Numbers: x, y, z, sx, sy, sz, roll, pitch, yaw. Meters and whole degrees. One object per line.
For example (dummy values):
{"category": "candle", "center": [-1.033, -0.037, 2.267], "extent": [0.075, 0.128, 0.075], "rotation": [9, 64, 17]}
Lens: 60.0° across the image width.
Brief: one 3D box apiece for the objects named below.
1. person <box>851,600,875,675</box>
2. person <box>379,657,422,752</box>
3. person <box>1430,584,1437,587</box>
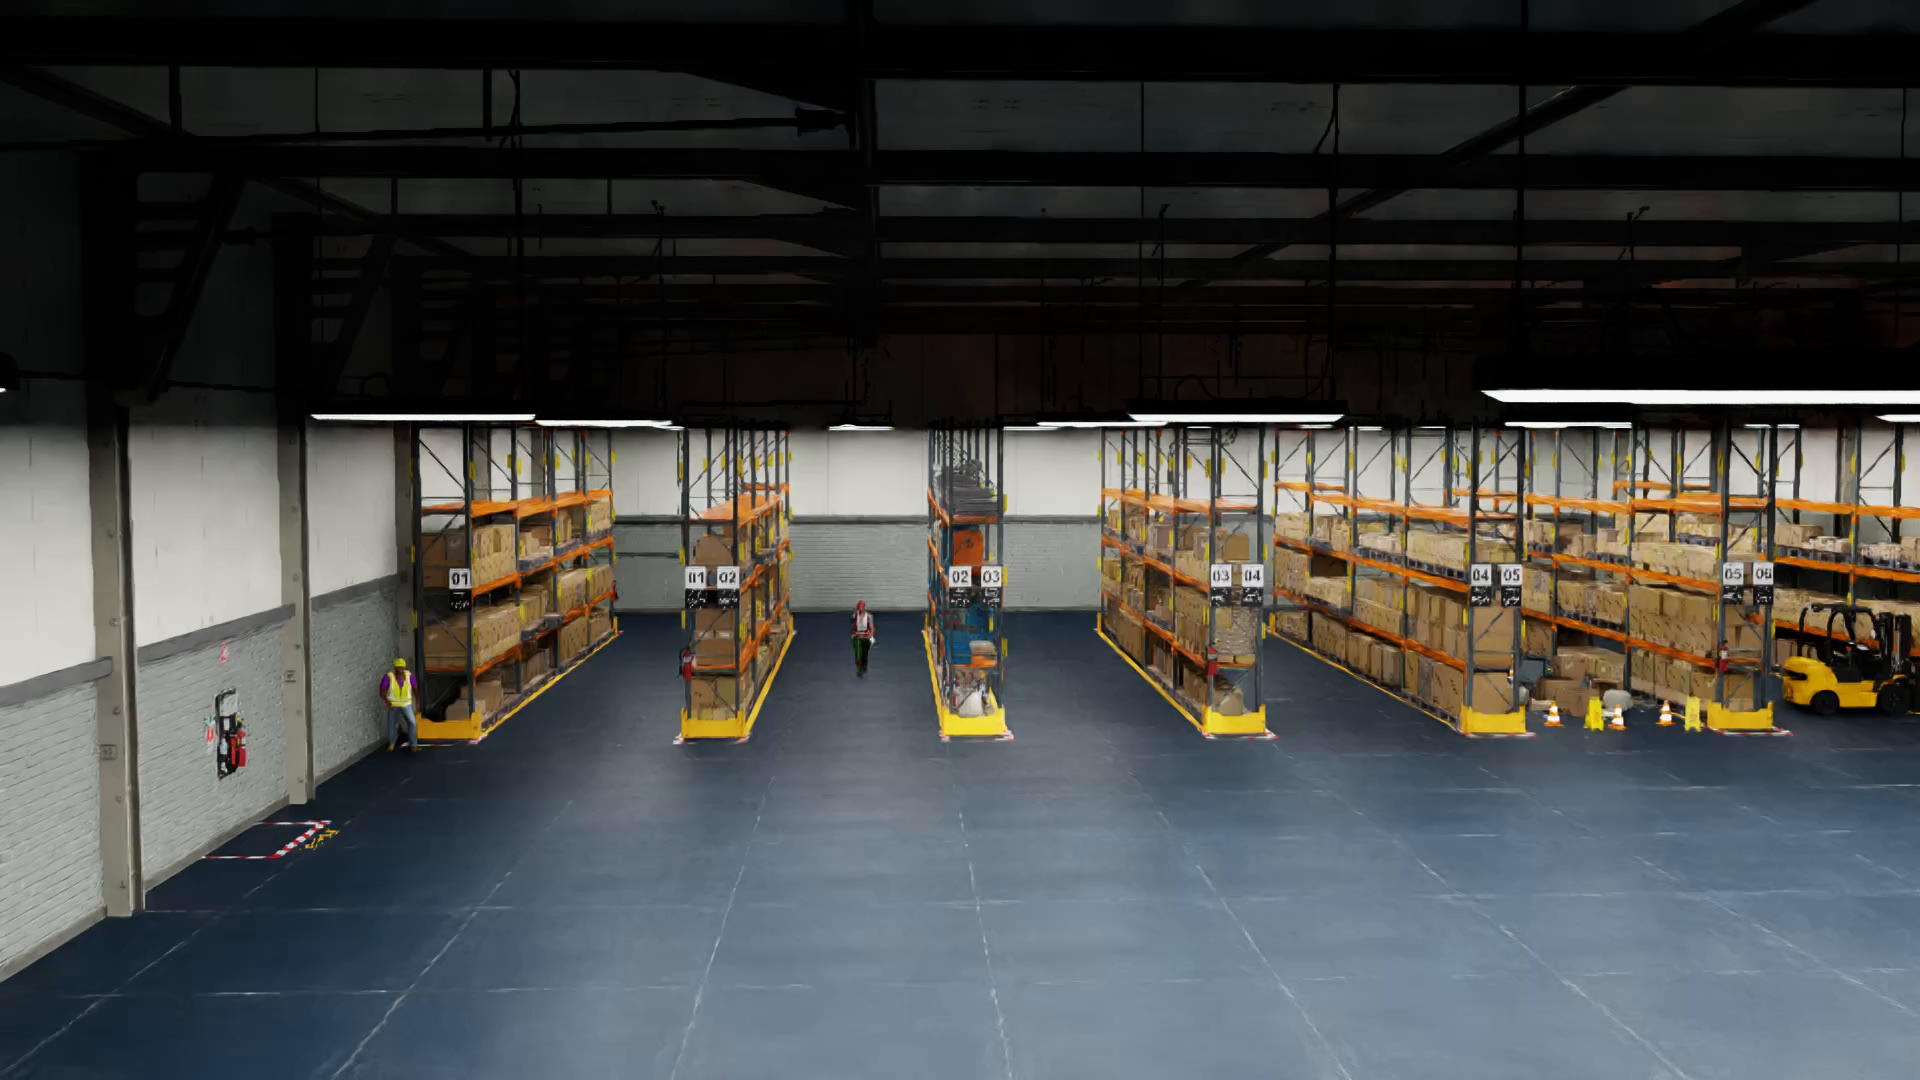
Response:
{"category": "person", "center": [-2.300, 2.289, 39.326], "extent": [0.567, 1.736, 1.044], "rotation": [0, 4, -3]}
{"category": "person", "center": [-9.975, 2.928, 29.613], "extent": [0.702, 1.706, 0.765], "rotation": [-2, 4, -24]}
{"category": "person", "center": [12.454, 2.007, 43.759], "extent": [0.570, 1.708, 1.041], "rotation": [0, 4, 6]}
